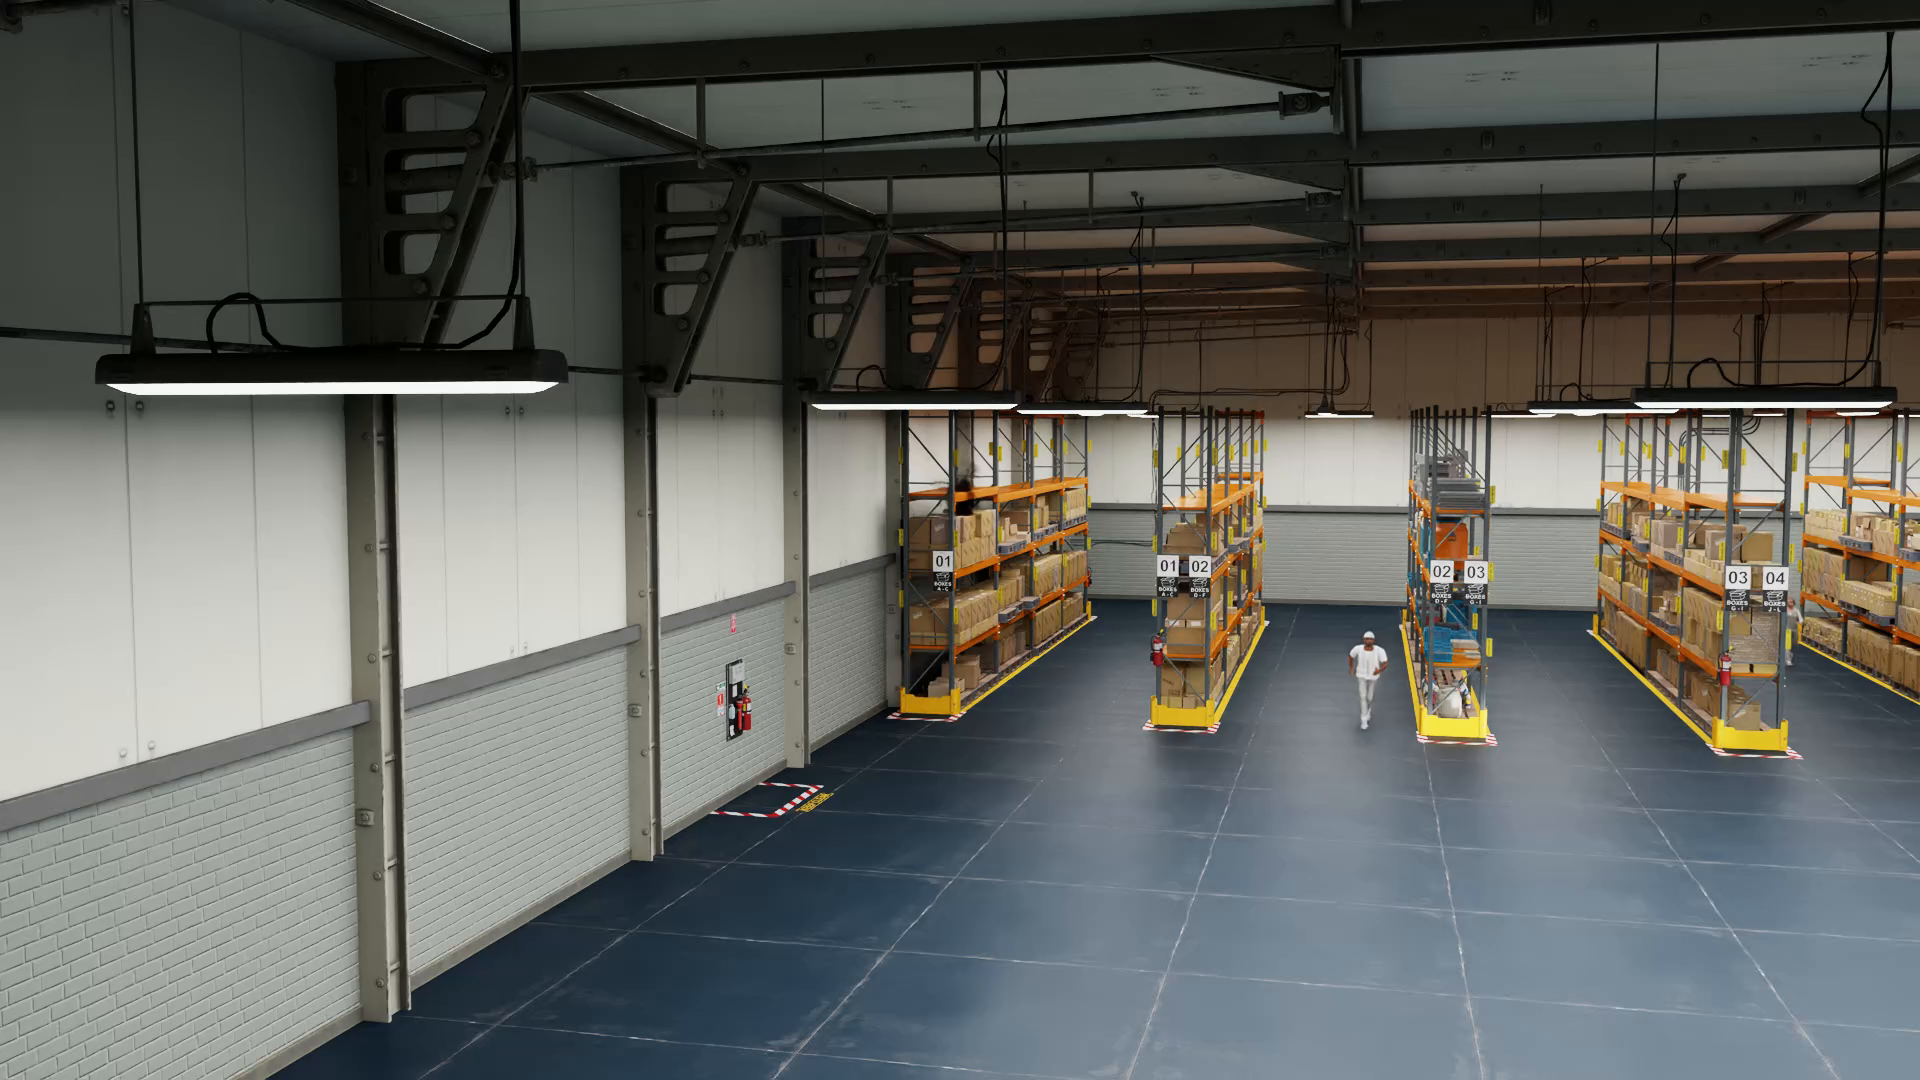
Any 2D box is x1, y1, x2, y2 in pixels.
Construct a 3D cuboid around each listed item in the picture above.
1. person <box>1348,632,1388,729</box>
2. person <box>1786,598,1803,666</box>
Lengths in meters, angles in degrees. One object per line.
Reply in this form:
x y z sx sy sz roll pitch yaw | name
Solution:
7.666 2.607 31.248 0.709 1.802 0.921 1 4 10 | person
19.468 2.135 39.027 0.548 1.568 0.805 1 4 18 | person
